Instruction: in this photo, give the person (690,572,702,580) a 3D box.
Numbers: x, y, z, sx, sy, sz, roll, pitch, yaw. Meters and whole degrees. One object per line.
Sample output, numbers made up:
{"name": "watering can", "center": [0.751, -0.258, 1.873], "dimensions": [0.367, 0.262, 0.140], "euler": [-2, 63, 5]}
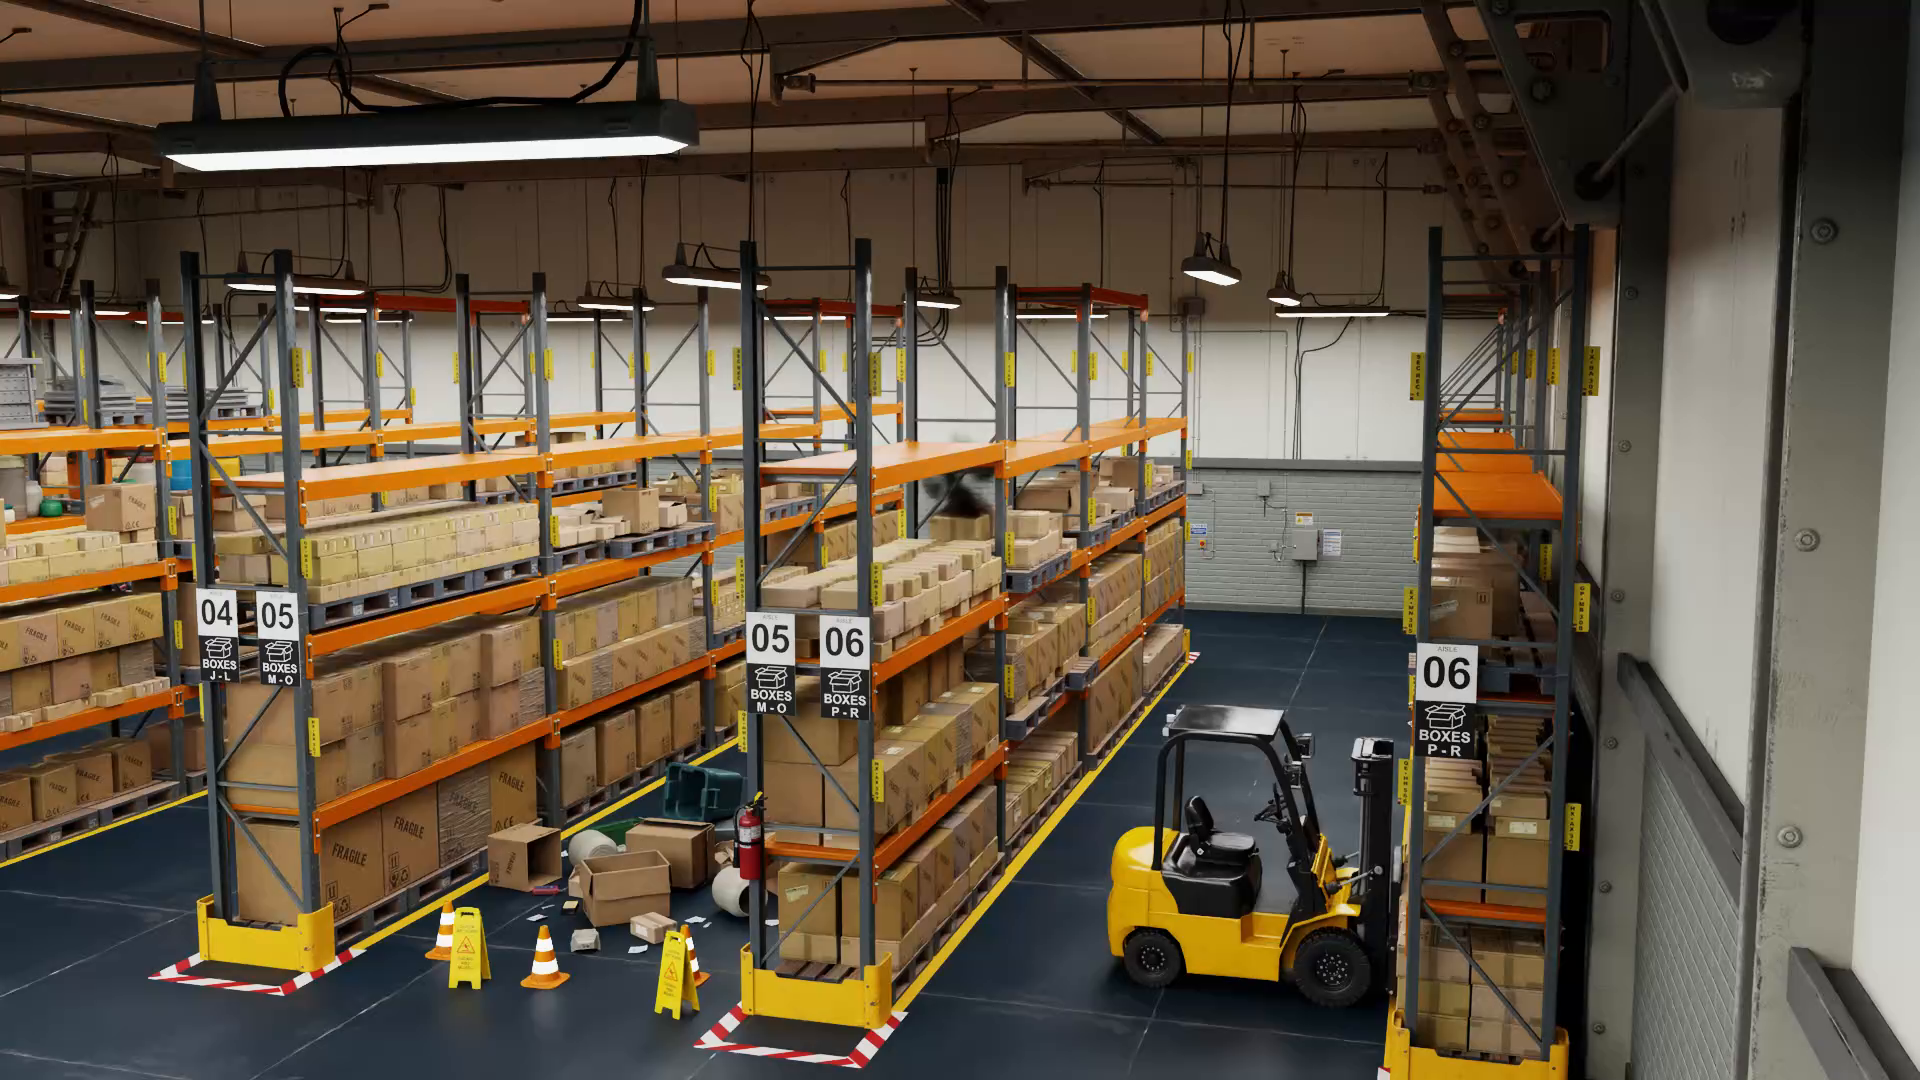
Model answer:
{"name": "person", "center": [-4.110, 1.379, 26.177], "dimensions": [0.675, 1.758, 0.664], "euler": [2, 7, 20]}
